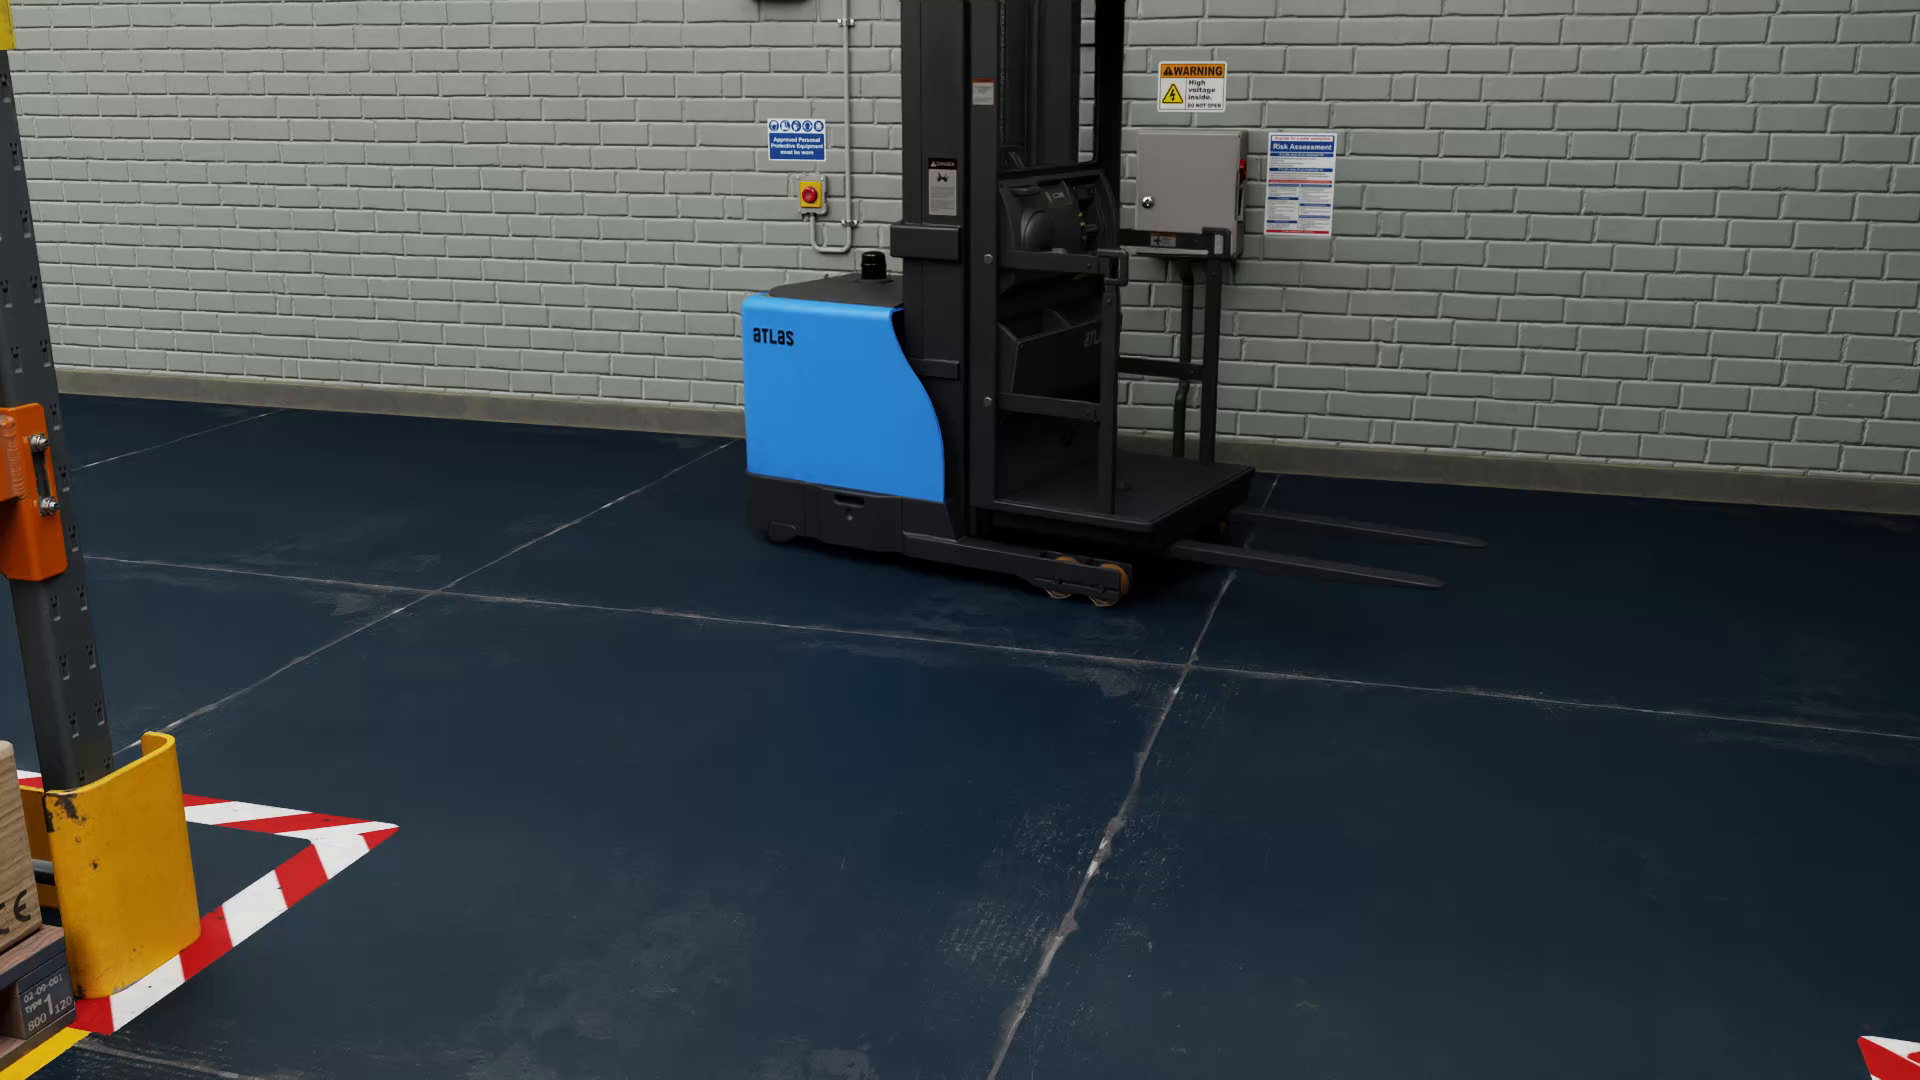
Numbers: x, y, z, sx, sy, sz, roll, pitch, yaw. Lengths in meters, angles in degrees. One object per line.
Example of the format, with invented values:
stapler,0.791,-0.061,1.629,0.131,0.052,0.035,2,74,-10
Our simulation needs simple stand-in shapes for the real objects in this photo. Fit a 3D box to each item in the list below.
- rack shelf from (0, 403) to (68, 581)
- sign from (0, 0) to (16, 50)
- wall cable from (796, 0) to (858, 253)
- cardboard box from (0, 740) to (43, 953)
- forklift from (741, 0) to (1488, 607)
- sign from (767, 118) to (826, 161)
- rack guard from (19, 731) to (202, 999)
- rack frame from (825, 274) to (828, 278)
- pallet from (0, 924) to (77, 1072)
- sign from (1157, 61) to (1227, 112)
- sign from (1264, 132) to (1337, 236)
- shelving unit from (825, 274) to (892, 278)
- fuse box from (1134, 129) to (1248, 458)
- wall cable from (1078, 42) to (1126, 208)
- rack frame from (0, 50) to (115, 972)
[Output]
rack shelf,-2.987,0.372,1.839,1.077,0.370,4.000,5,16,16
sign,-1.902,-1.122,3.234,0.100,0.325,0.005,5,16,16
wall cable,-0.838,-2.478,8.650,0.585,1.953,0.123,5,16,16
cardboard box,-2.510,0.714,3.241,0.875,0.438,0.875,4,16,14
forklift,0.584,-1.317,6.602,3.031,2.935,1.130,9,18,29
sign,-0.867,-2.124,8.825,0.327,0.218,0.001,5,16,16
rack guard,-2.412,0.699,3.948,1.175,0.500,0.348,5,16,16
rack frame,-0.584,-0.750,8.048,0.008,1.050,0.200,-12,20,-35
pallet,-2.571,1.060,3.207,1.003,0.211,1.213,5,16,16
sign,1.140,-2.229,8.177,0.339,0.242,0.001,5,16,16
sign,1.667,-1.743,8.153,0.329,0.494,0.001,5,16,16
shelving unit,-0.487,-0.770,8.119,0.252,1.050,0.215,-12,20,-35
fuse box,1.134,-1.153,8.260,0.539,1.711,0.414,5,16,16
wall cable,0.525,-2.356,8.277,0.588,1.984,0.122,5,16,16
rack frame,-2.418,-0.497,3.585,1.000,3.000,0.127,5,16,16
